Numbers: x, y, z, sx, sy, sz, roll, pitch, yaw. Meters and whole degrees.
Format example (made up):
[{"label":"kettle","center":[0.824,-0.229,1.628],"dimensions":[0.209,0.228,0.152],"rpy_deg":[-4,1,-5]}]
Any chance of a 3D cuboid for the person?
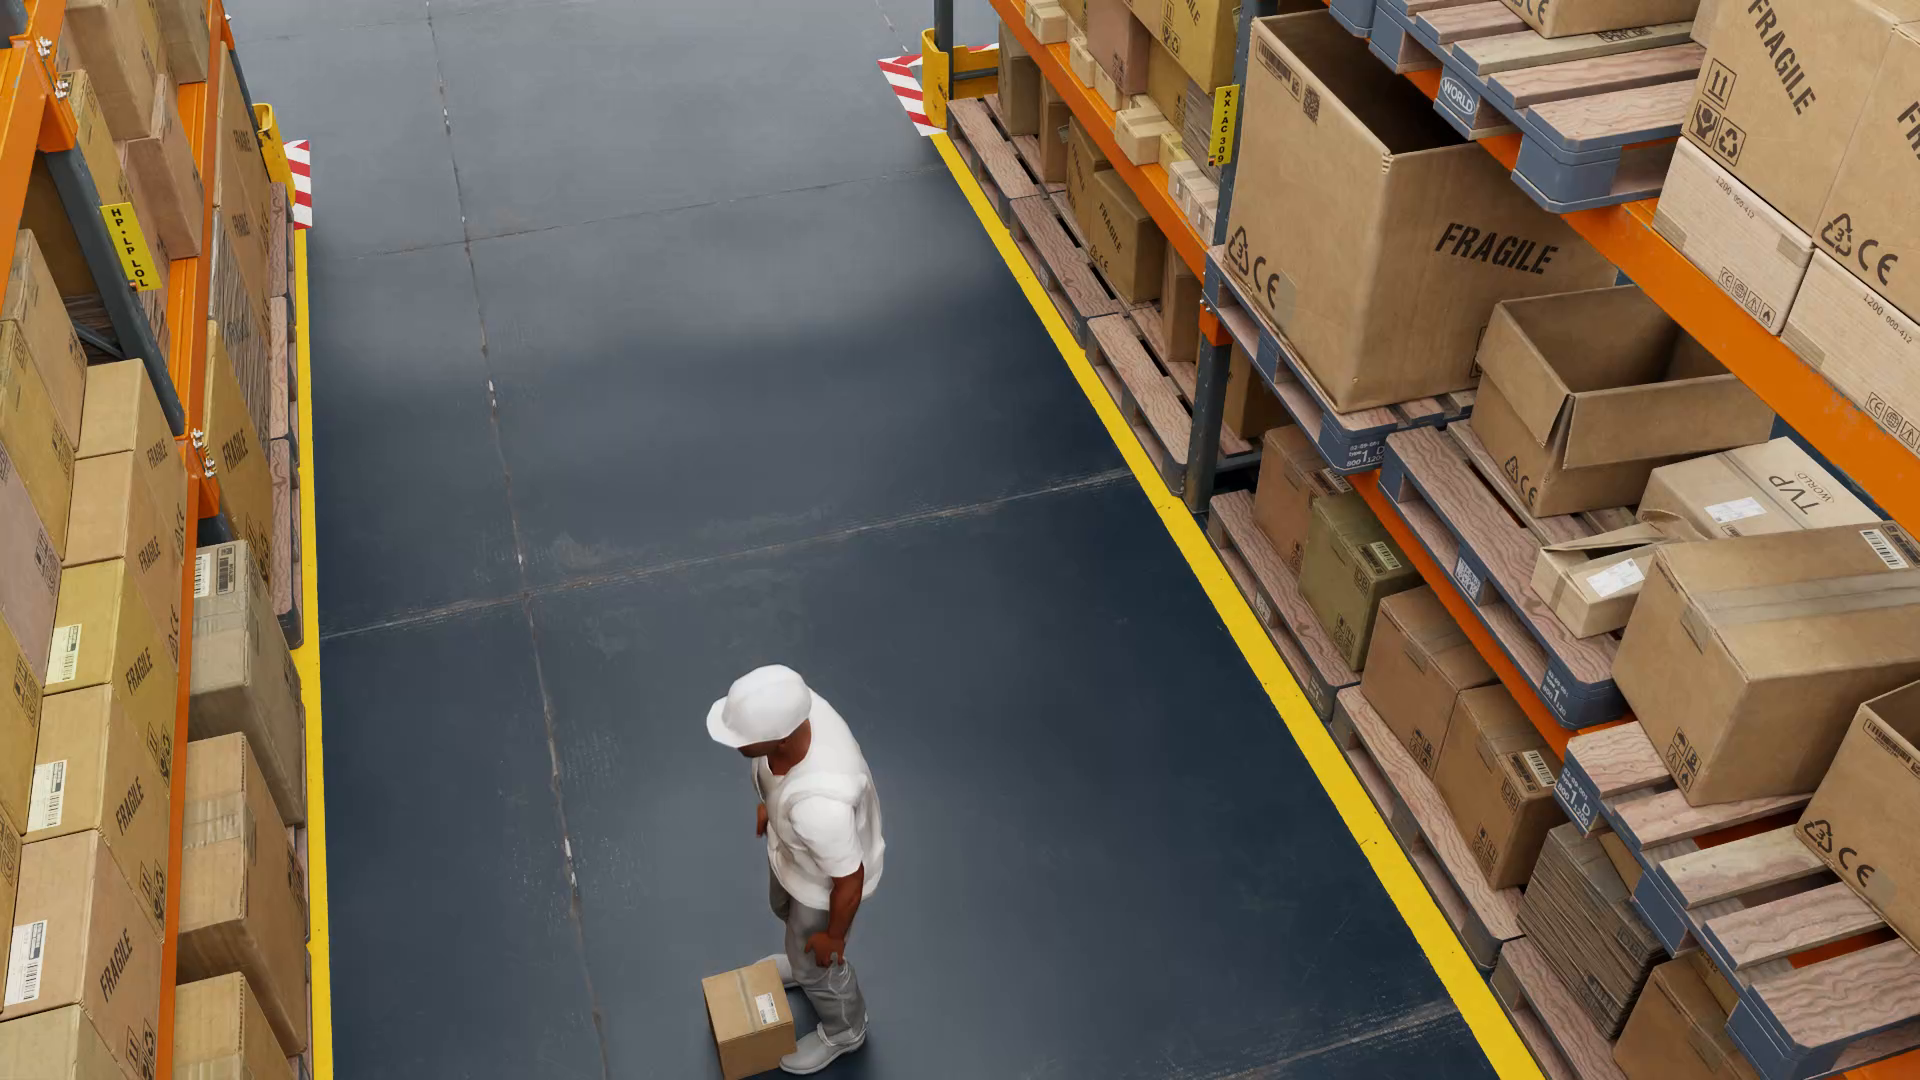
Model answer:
[{"label":"person","center":[-0.474,0.984,5.054],"dimensions":[0.462,1.759,0.632],"rpy_deg":[-14,44,-15]}]
